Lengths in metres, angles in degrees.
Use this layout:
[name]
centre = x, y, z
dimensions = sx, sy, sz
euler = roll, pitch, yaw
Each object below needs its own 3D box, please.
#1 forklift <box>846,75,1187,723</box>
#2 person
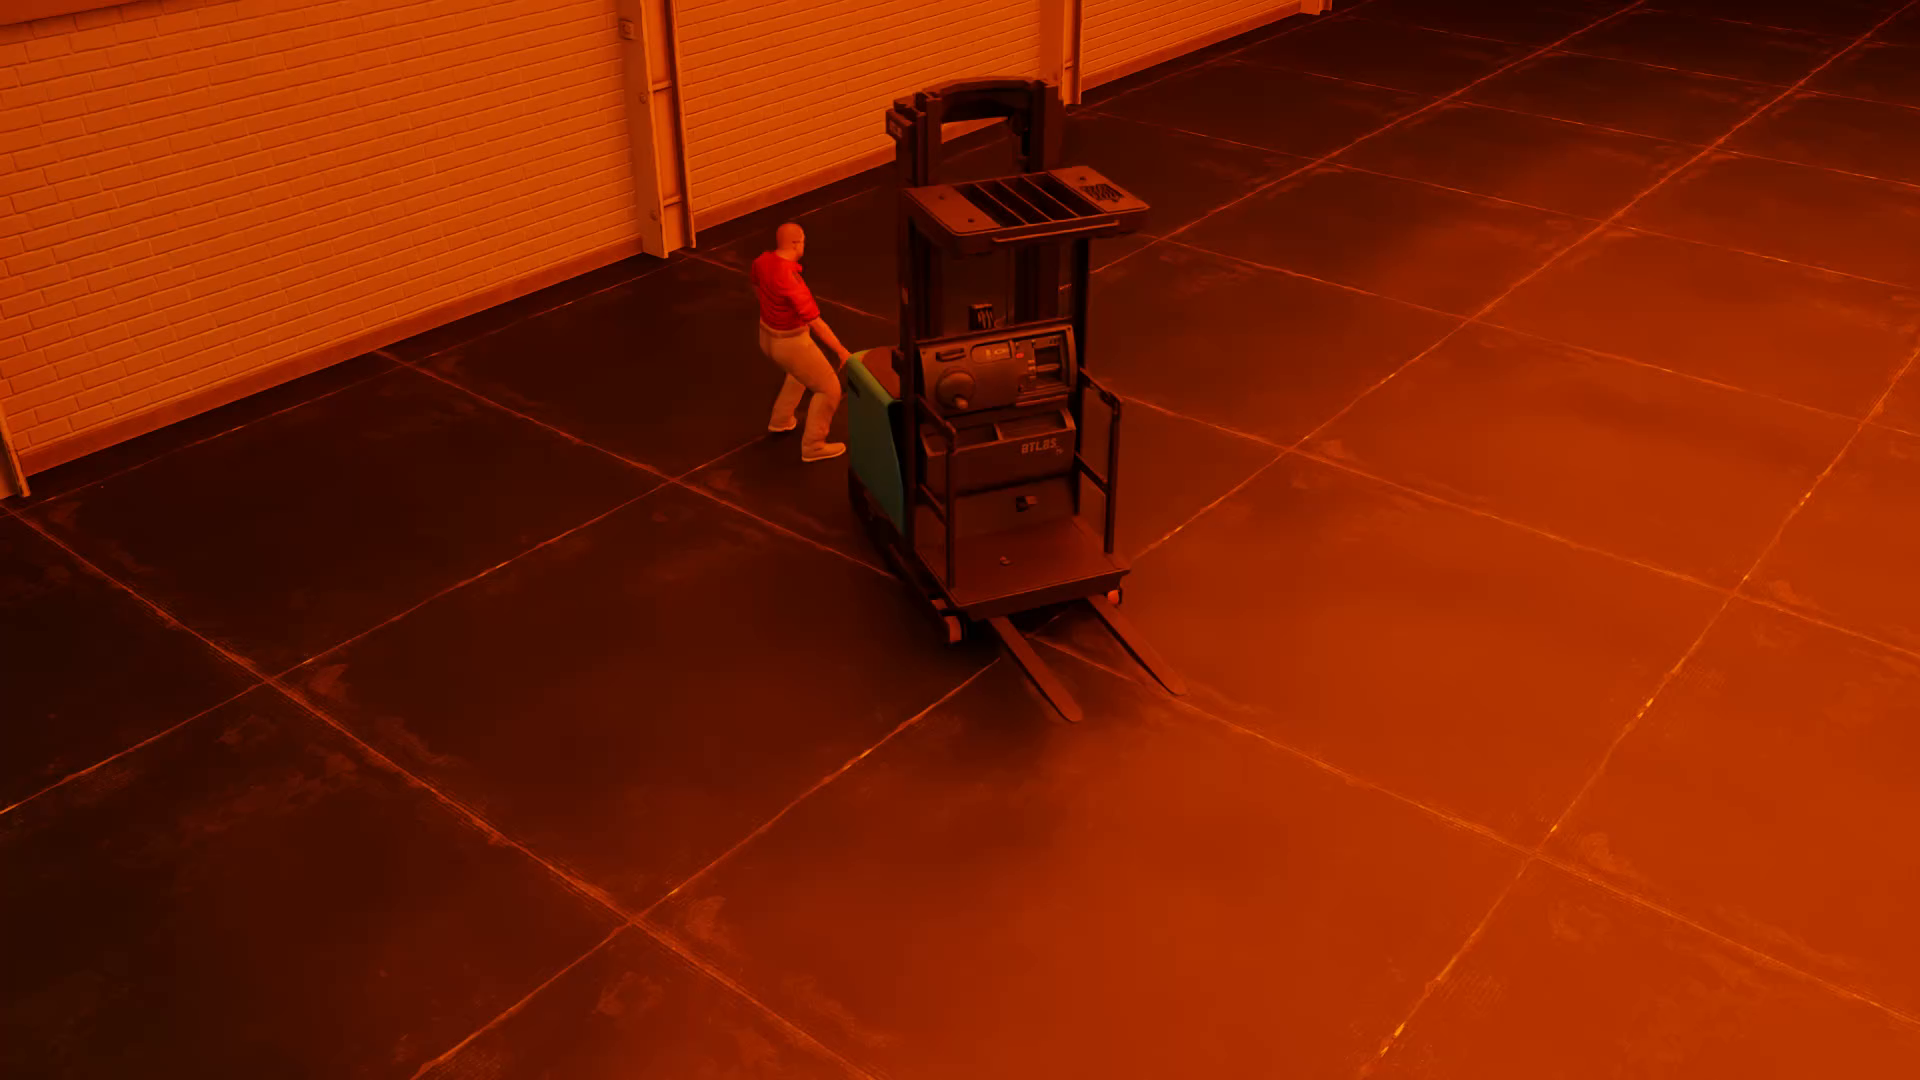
[forklift]
centre = 0.303, -0.914, 9.159
dimensions = 1.130, 2.935, 3.031
euler = -12, 32, -19
[person]
centre = -1.086, -1.370, 11.209
dimensions = 0.456, 1.635, 0.756
euler = -18, 35, -28
